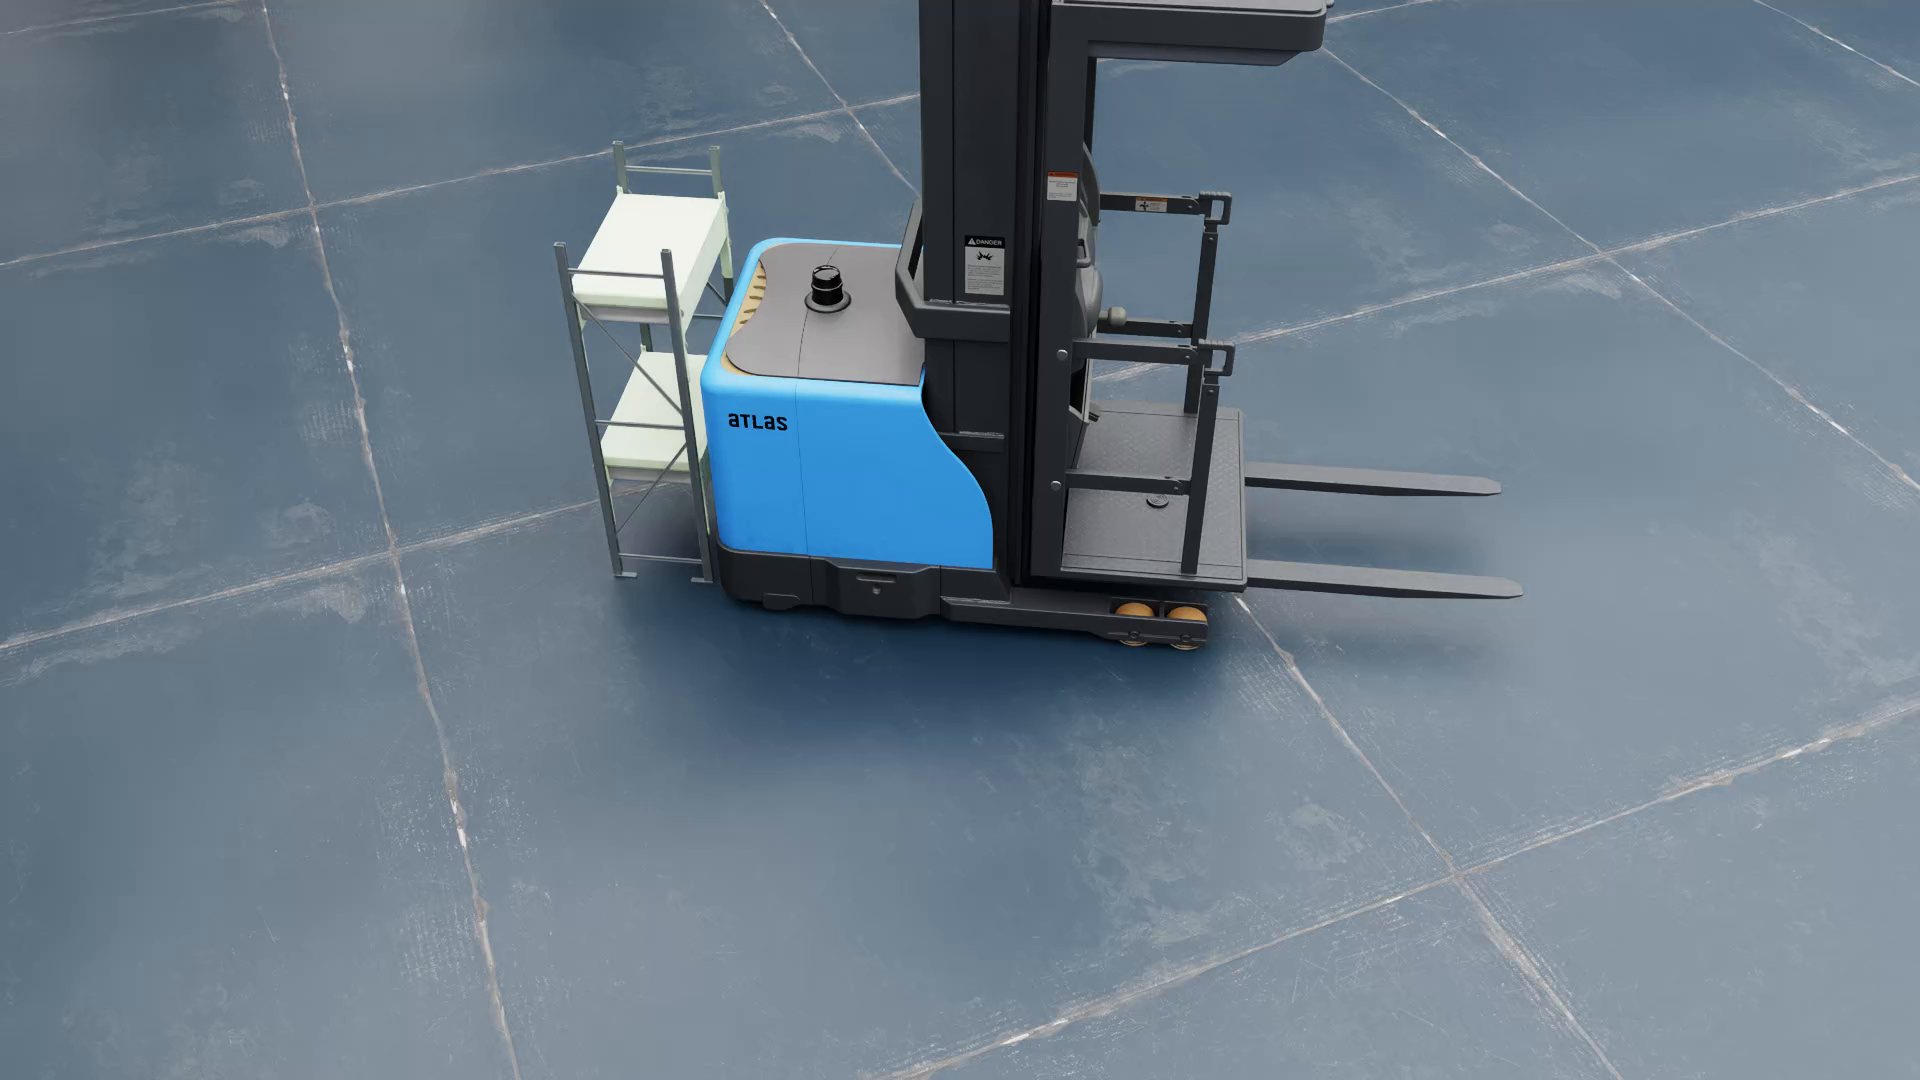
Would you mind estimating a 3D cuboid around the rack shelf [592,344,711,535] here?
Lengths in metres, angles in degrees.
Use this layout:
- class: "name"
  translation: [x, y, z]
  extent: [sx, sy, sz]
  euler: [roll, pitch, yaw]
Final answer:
- class: "rack shelf"
  translation: [-1.129, -0.407, 6.572]
  extent: [0.431, 0.370, 0.720]
  euler: [4, 41, 5]

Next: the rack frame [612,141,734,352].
- class: "rack frame"
  translation: [-1.088, -0.891, 6.636]
  extent: [0.400, 1.500, 0.023]
  euler: [4, 41, 5]

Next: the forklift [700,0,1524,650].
- class: "forklift"
  translation: [0.627, -1.065, 5.741]
  extent: [3.031, 2.935, 1.130]
  euler: [4, 41, 5]

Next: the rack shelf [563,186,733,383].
- class: "rack shelf"
  translation: [-1.129, -0.950, 6.105]
  extent: [0.431, 0.370, 0.720]
  euler: [4, 41, 5]

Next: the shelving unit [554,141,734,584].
- class: "shelving unit"
  translation: [-1.129, -0.654, 6.360]
  extent: [0.431, 1.500, 0.755]
  euler: [4, 41, 5]

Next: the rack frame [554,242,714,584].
- class: "rack frame"
  translation: [-1.170, -0.417, 6.084]
  extent: [0.400, 1.500, 0.023]
  euler: [4, 41, 5]
